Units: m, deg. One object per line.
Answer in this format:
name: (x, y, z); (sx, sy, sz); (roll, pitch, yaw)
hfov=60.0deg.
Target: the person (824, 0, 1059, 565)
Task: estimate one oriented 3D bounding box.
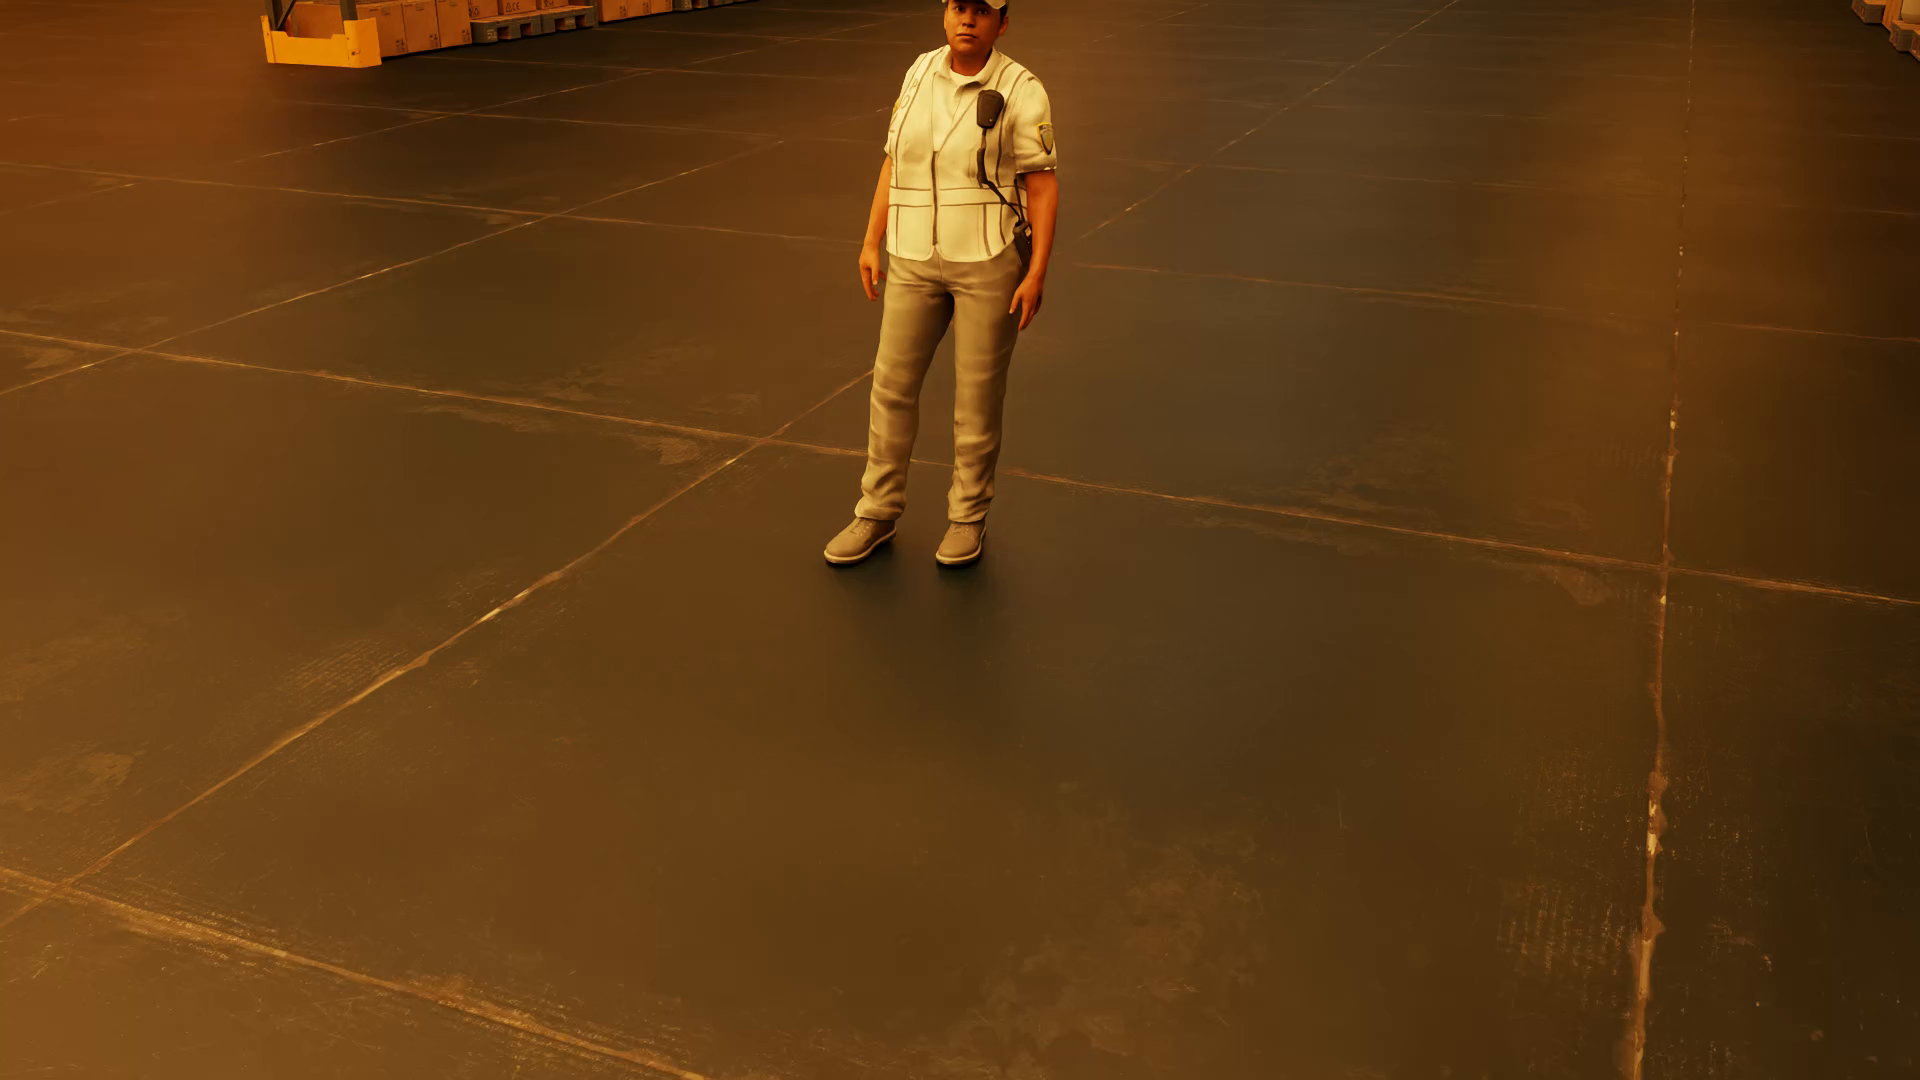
person: (-0.050, -0.751, 4.712); (0.598, 1.670, 0.529); (9, 24, 21)
